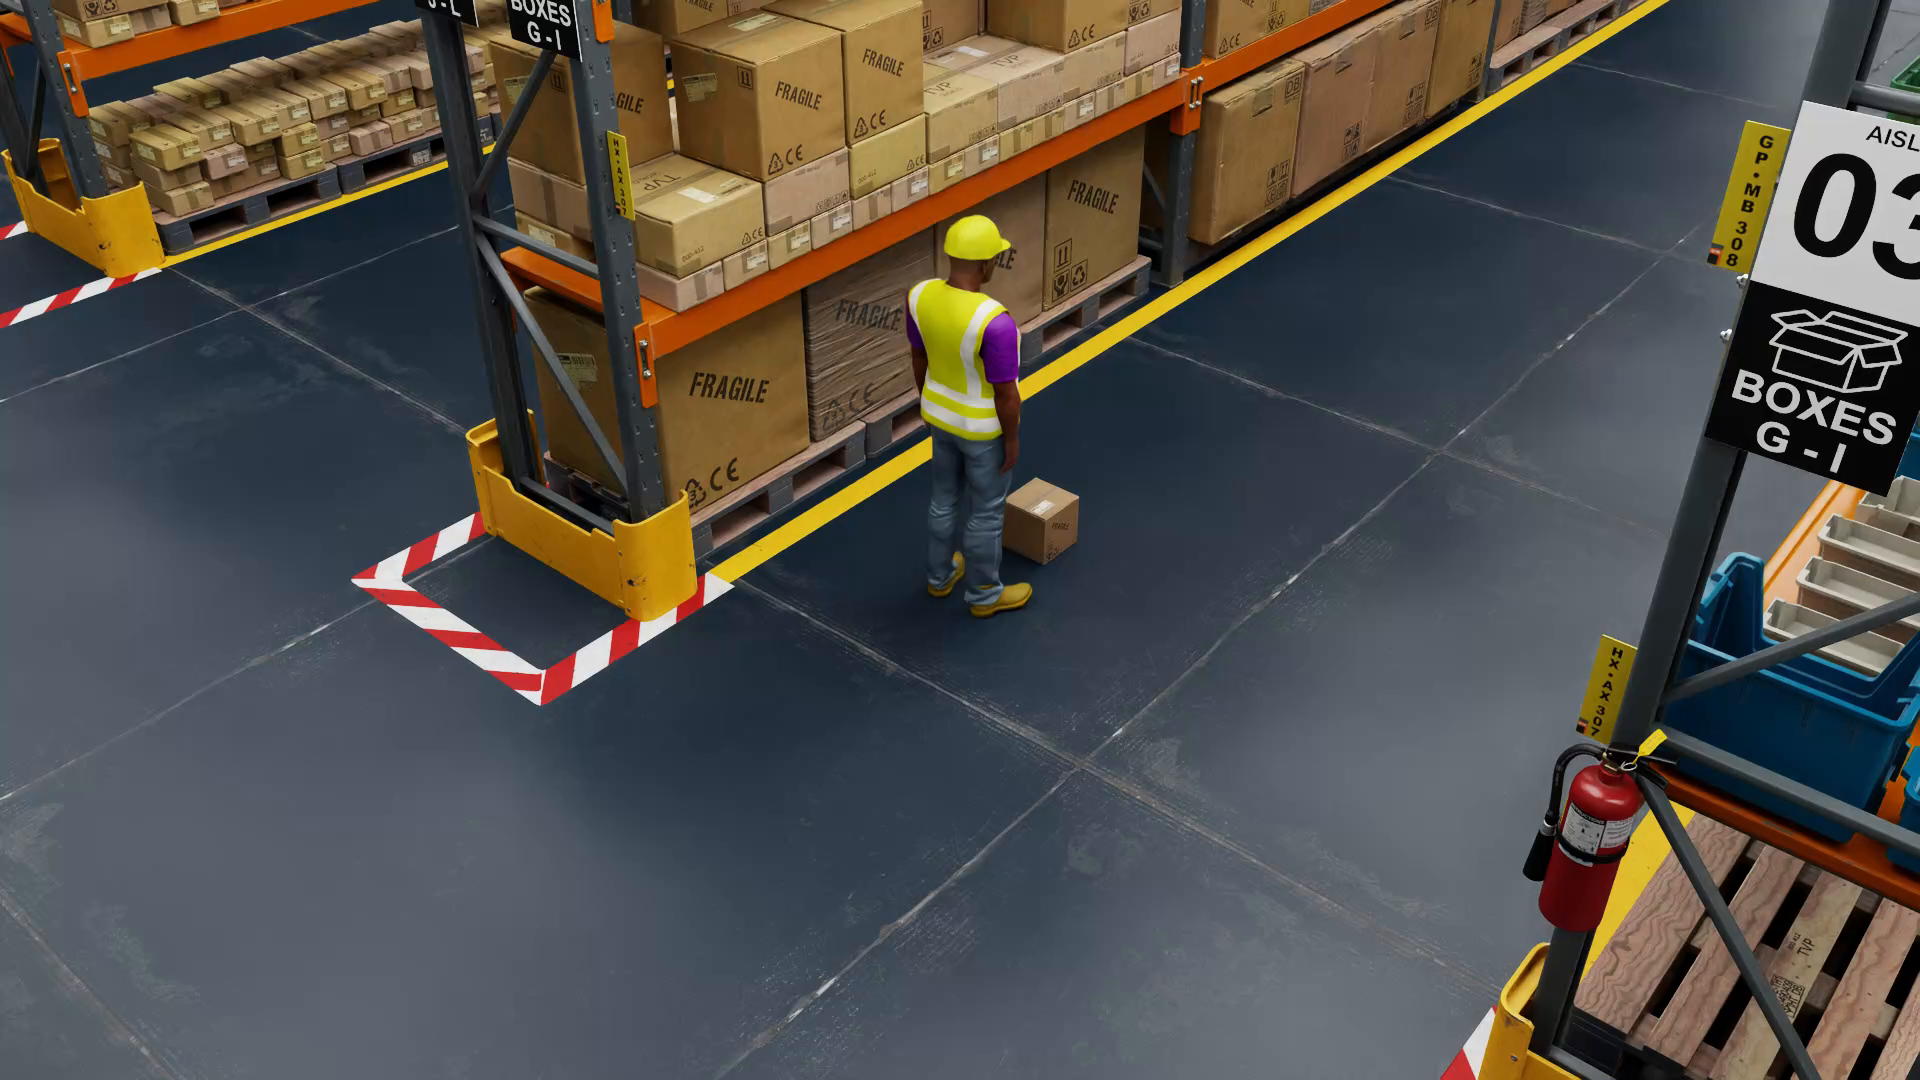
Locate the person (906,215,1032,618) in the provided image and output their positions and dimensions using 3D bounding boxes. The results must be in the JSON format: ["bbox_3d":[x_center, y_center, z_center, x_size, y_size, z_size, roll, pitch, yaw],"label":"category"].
[{"bbox_3d":[0.037,-0.504,6.843,0.576,1.770,0.355,27,43,33],"label":"person"}]
